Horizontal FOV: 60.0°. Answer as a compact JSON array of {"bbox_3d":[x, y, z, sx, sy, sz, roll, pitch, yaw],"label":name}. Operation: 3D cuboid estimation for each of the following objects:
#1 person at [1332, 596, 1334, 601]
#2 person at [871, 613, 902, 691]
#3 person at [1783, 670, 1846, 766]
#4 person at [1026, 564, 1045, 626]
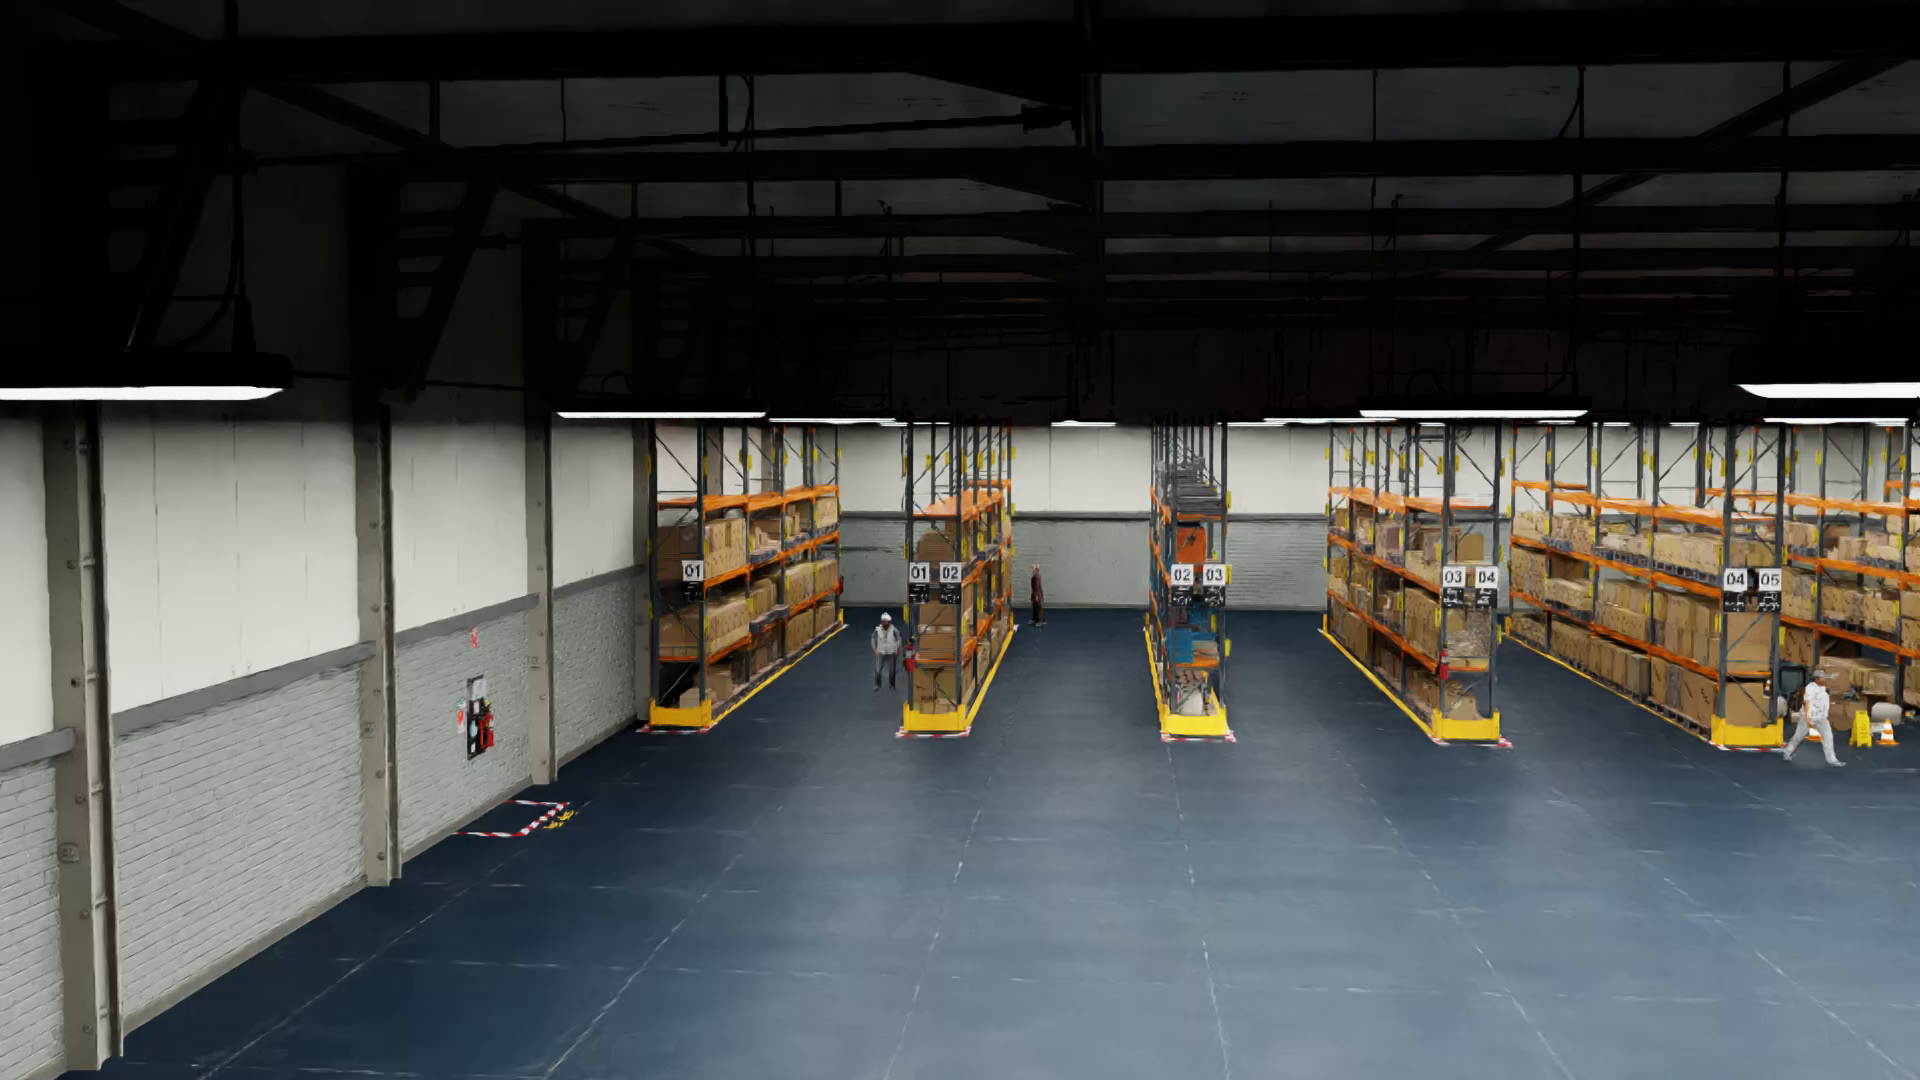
[{"bbox_3d":[11.072,1.592,48.322,0.767,1.771,0.605,-2,4,-23],"label":"person"},{"bbox_3d":[-1.607,2.433,36.192,0.677,1.726,0.574,0,4,3],"label":"person"},{"bbox_3d":[14.500,3.003,28.259,0.588,1.626,0.917,-2,4,-22],"label":"person"},{"bbox_3d":[2.189,1.577,48.159,0.544,1.779,0.649,0,4,-1],"label":"person"}]
